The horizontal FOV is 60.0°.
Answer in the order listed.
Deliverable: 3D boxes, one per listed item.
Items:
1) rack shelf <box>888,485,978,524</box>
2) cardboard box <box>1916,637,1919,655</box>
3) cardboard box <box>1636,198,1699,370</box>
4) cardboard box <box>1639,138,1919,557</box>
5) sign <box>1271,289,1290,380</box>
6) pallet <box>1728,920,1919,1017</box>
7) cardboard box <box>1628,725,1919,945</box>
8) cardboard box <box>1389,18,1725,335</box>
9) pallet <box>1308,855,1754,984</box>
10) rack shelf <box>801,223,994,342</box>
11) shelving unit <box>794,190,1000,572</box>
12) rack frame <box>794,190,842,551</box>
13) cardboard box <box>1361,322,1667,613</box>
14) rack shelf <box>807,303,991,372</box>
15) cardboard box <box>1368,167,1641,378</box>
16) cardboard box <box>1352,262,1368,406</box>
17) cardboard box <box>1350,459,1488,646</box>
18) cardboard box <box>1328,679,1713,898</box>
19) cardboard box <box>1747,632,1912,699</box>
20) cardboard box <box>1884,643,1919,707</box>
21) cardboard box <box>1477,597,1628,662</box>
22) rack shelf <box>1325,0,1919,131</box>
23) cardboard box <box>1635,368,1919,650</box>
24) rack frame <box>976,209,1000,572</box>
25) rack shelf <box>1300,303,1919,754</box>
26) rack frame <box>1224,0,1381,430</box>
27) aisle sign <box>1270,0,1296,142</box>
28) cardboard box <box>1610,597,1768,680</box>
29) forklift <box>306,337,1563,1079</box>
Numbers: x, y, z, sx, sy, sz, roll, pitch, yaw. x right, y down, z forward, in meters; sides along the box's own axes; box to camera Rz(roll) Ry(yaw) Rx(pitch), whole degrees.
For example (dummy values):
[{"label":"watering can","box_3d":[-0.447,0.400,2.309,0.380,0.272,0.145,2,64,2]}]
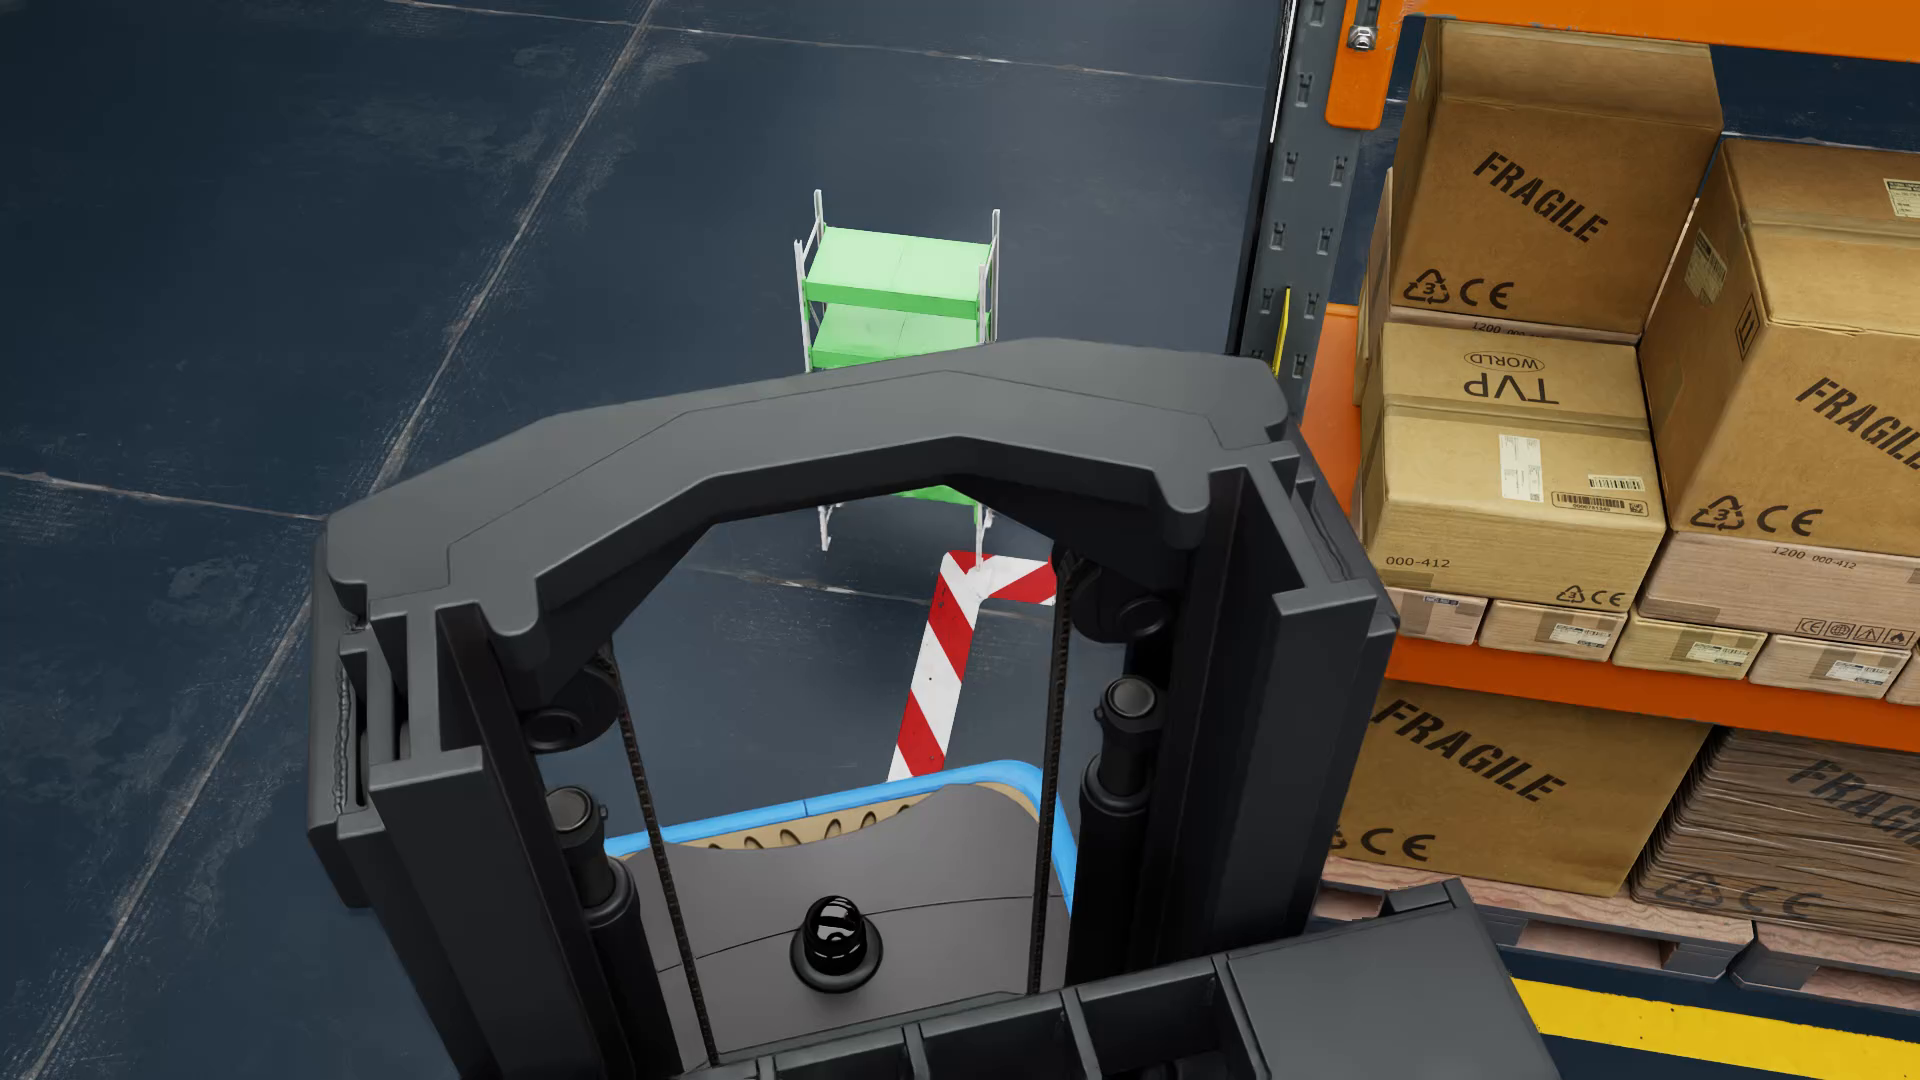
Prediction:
[{"label":"rack shelf","box_3d":[-0.163,-0.220,5.049,0.480,0.148,0.258,8,49,7]},{"label":"cardboard box","box_3d":[2.071,-0.018,3.150,0.500,0.250,0.500,6,48,6]},{"label":"cardboard box","box_3d":[1.663,-0.475,3.561,0.500,0.250,0.500,7,48,6]},{"label":"cardboard box","box_3d":[1.556,-0.335,2.932,0.500,0.500,0.500,7,48,6]},{"label":"sign","box_3d":[0.535,-0.273,2.844,0.005,0.325,0.100,8,49,7]},{"label":"pallet","box_3d":[2.638,0.781,4.407,1.213,0.211,1.003,8,49,7]},{"label":"cardboard box","box_3d":[2.180,0.353,4.062,0.875,0.875,0.875,8,49,7]},{"label":"cardboard box","box_3d":[1.166,-0.791,3.341,0.500,0.500,0.500,8,49,7]},{"label":"pallet","box_3d":[1.441,0.618,4.553,1.213,0.211,1.003,8,49,7]},{"label":"rack shelf","box_3d":[-0.163,-0.701,4.514,0.480,0.148,0.258,8,49,7]},{"label":"shelving unit","box_3d":[-0.163,-0.423,4.823,0.503,1.200,0.258,8,49,7]},{"label":"rack frame","box_3d":[-0.403,-0.455,4.852,0.015,1.200,0.240,8,49,7]},{"label":"cardboard box","box_3d":[1.064,-0.151,3.270,0.500,0.250,0.500,7,48,6]},{"label":"rack shelf","box_3d":[-0.163,-0.541,4.692,0.480,0.148,0.258,8,49,7]},{"label":"cardboard box","box_3d":[1.164,-0.542,3.622,0.500,0.250,0.500,7,48,6]},{"label":"cardboard box","box_3d":[1.049,-0.473,3.827,0.250,0.149,0.380,9,49,8]},{"label":"cardboard box","box_3d":[0.931,0.010,3.394,0.250,0.149,0.380,8,49,7]},{"label":"cardboard box","box_3d":[1.284,0.233,4.170,0.875,0.875,0.875,8,49,7]},{"label":"cardboard box","box_3d":[1.692,0.110,3.304,0.250,0.149,0.380,7,48,6]},{"label":"cardboard box","box_3d":[1.942,0.144,3.273,0.250,0.149,0.380,7,48,6]},{"label":"cardboard box","box_3d":[1.183,0.043,3.364,0.250,0.149,0.380,7,48,6]},{"label":"rack shelf","box_3d":[2.608,-0.860,2.474,4.000,0.370,1.077,8,49,7]},{"label":"cardboard box","box_3d":[1.577,-0.087,3.212,0.500,0.250,0.500,7,48,6]},{"label":"rack frame","box_3d":[0.077,-0.391,4.794,0.015,1.200,0.240,8,49,7]},{"label":"rack shelf","box_3d":[2.608,0.142,3.589,4.000,0.370,1.077,8,49,7]},{"label":"rack frame","box_3d":[0.640,-0.363,3.559,0.127,3.000,1.000,8,49,7]},{"label":"aisle sign","box_3d":[0.516,-1.022,2.404,0.004,0.787,0.394,8,49,7]},{"label":"cardboard box","box_3d":[1.435,0.076,3.334,0.250,0.149,0.380,7,48,6]},{"label":"forklift","box_3d":[0.032,1.328,2.086,1.130,2.935,3.031,-10,49,-9]}]
